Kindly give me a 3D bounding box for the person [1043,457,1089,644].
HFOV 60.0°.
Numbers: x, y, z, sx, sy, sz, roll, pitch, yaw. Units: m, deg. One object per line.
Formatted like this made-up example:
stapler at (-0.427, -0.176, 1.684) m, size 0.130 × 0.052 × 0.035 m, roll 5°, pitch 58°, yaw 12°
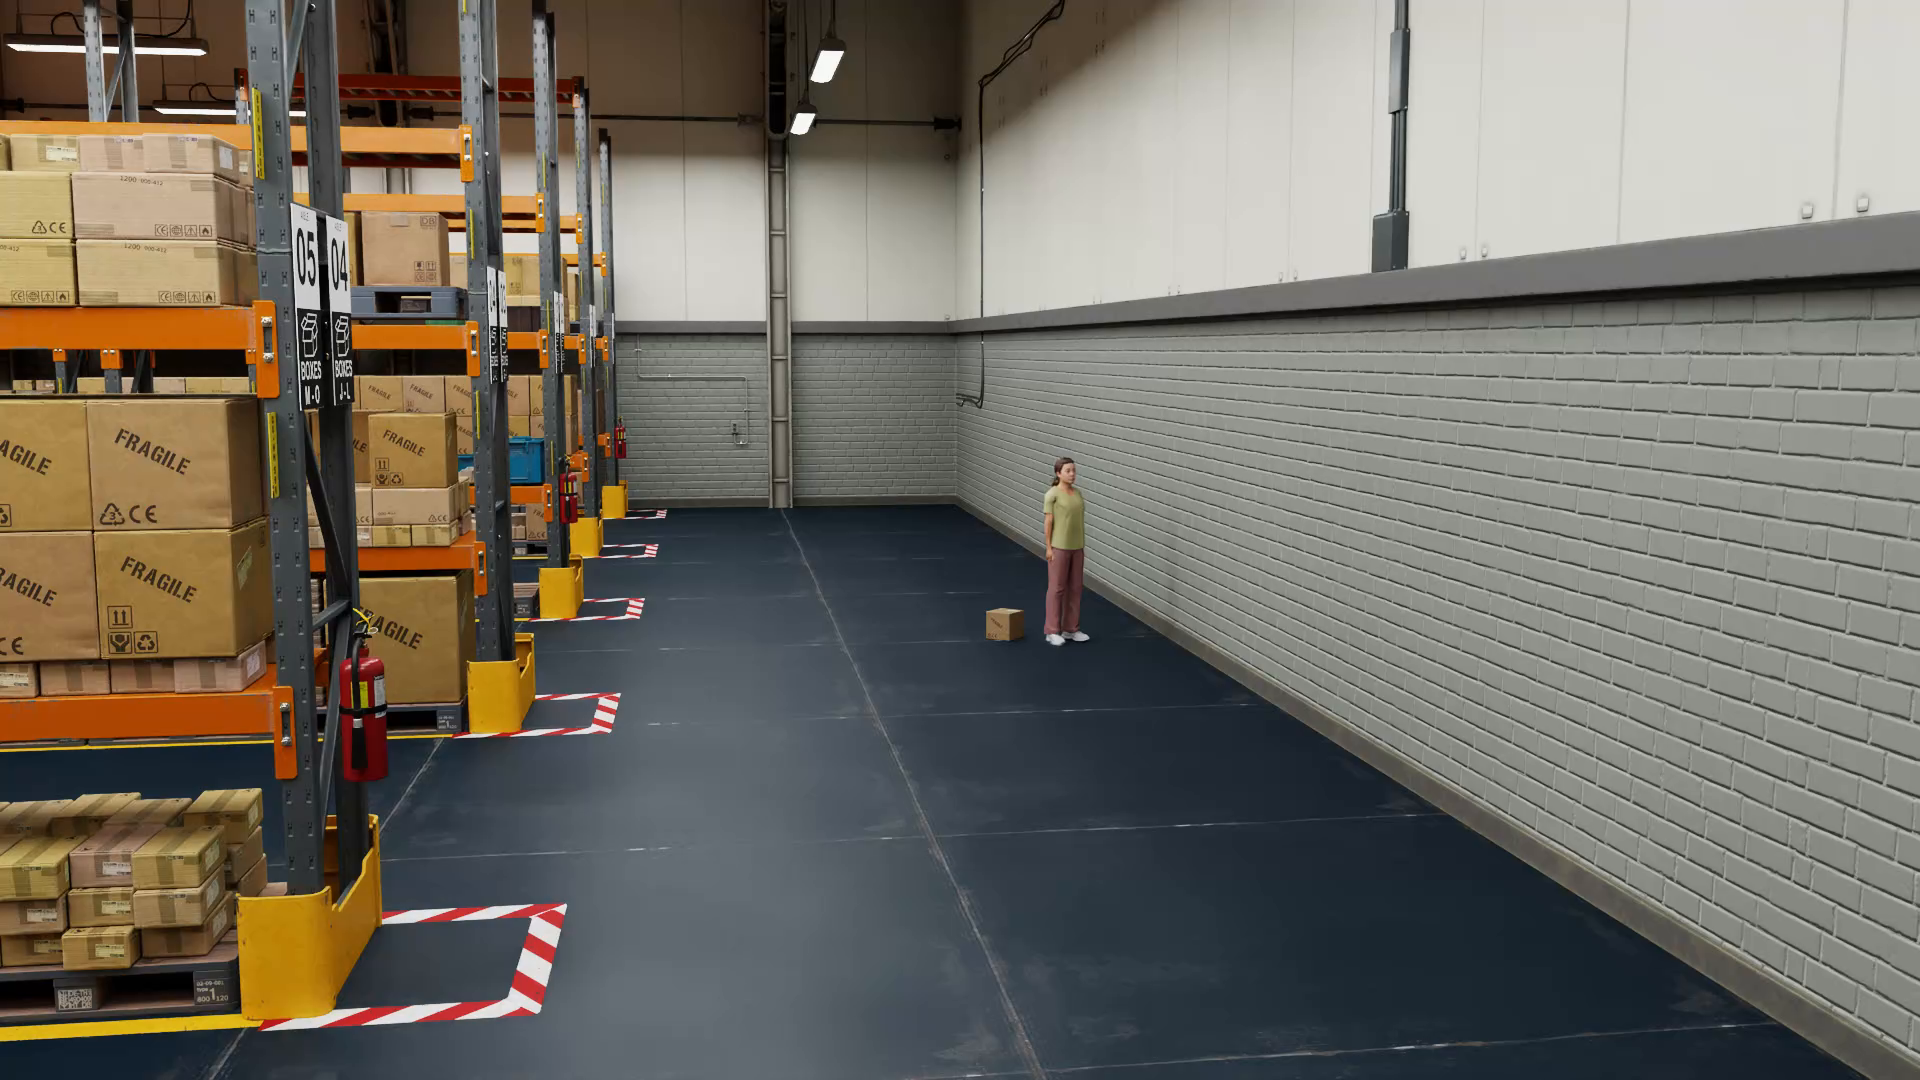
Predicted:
person at (0.962, 0.087, 15.047) m, size 0.429 × 1.674 × 0.364 m, roll -5°, pitch 8°, yaw -38°
